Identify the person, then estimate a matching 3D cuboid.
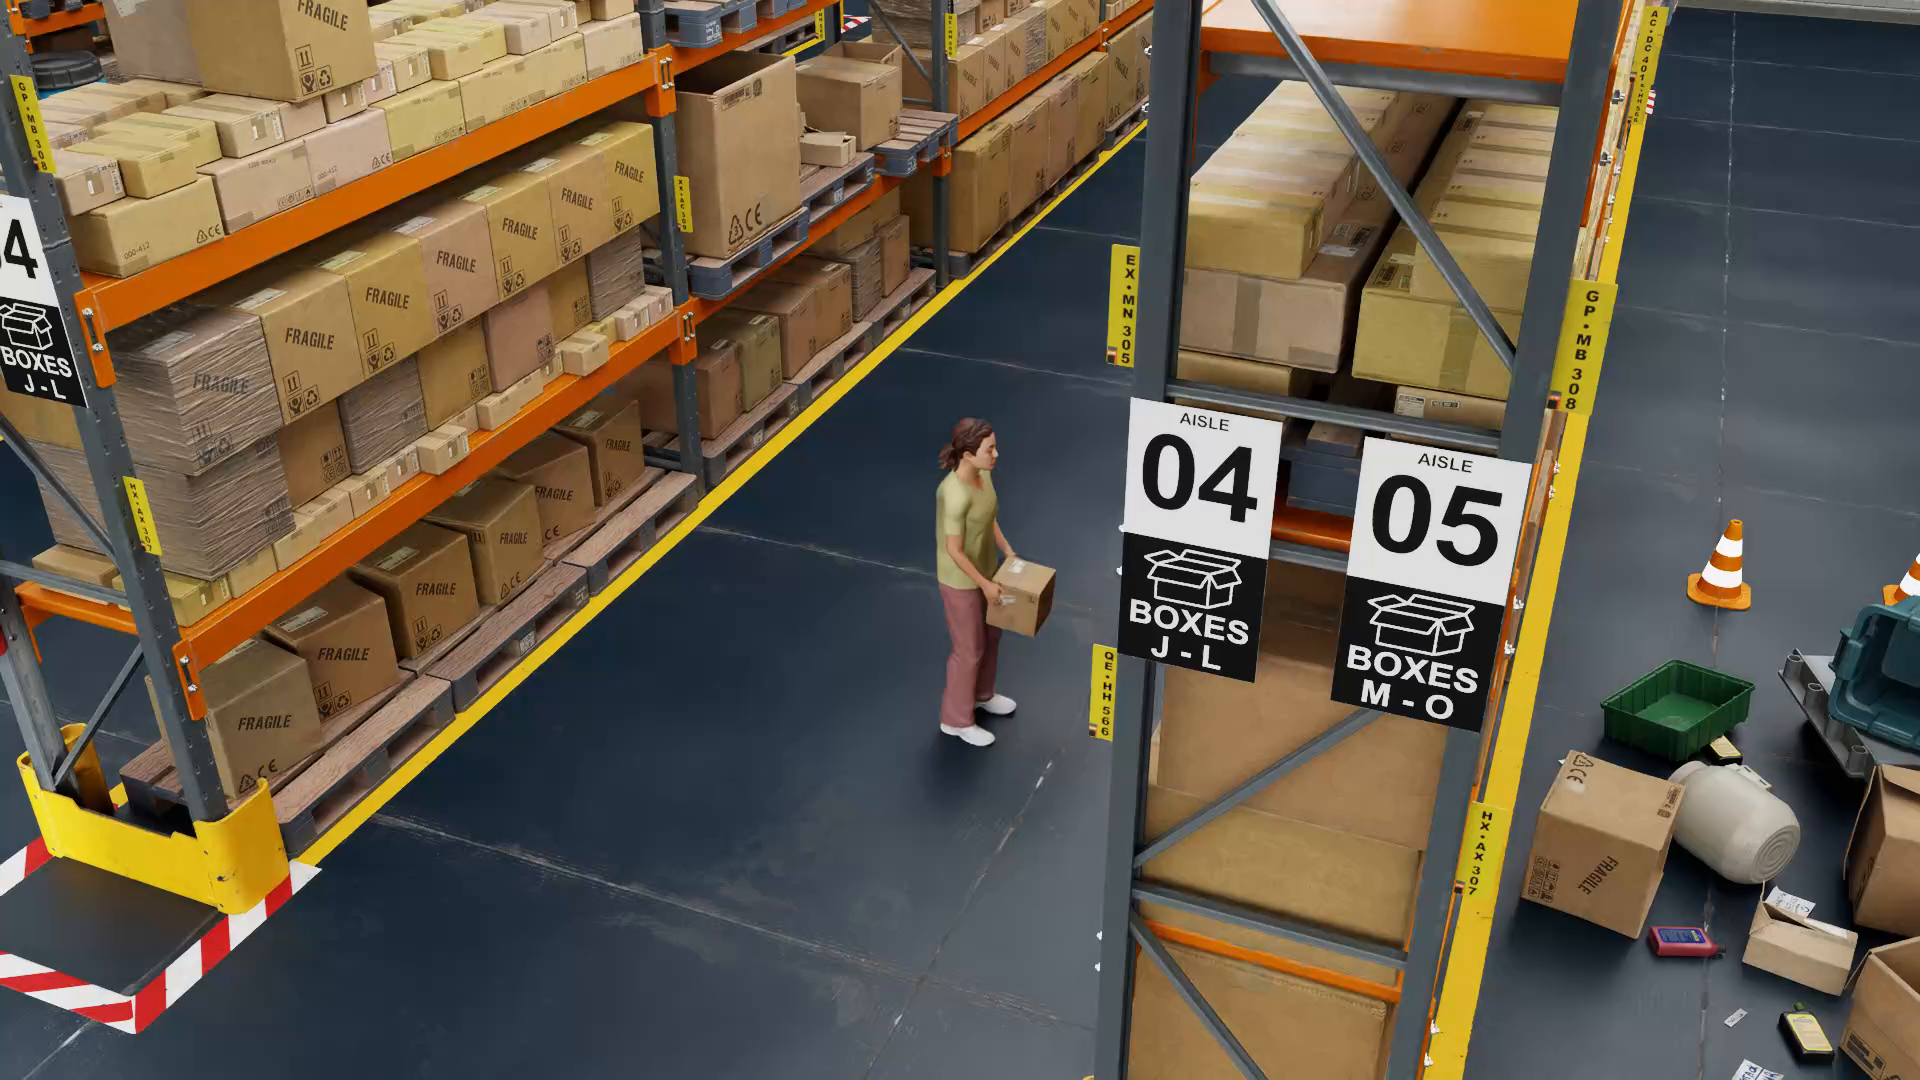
[{"bbox_3d":[0.078,0.181,8.074,0.398,1.676,0.472,11,31,18],"label":"person"}]
